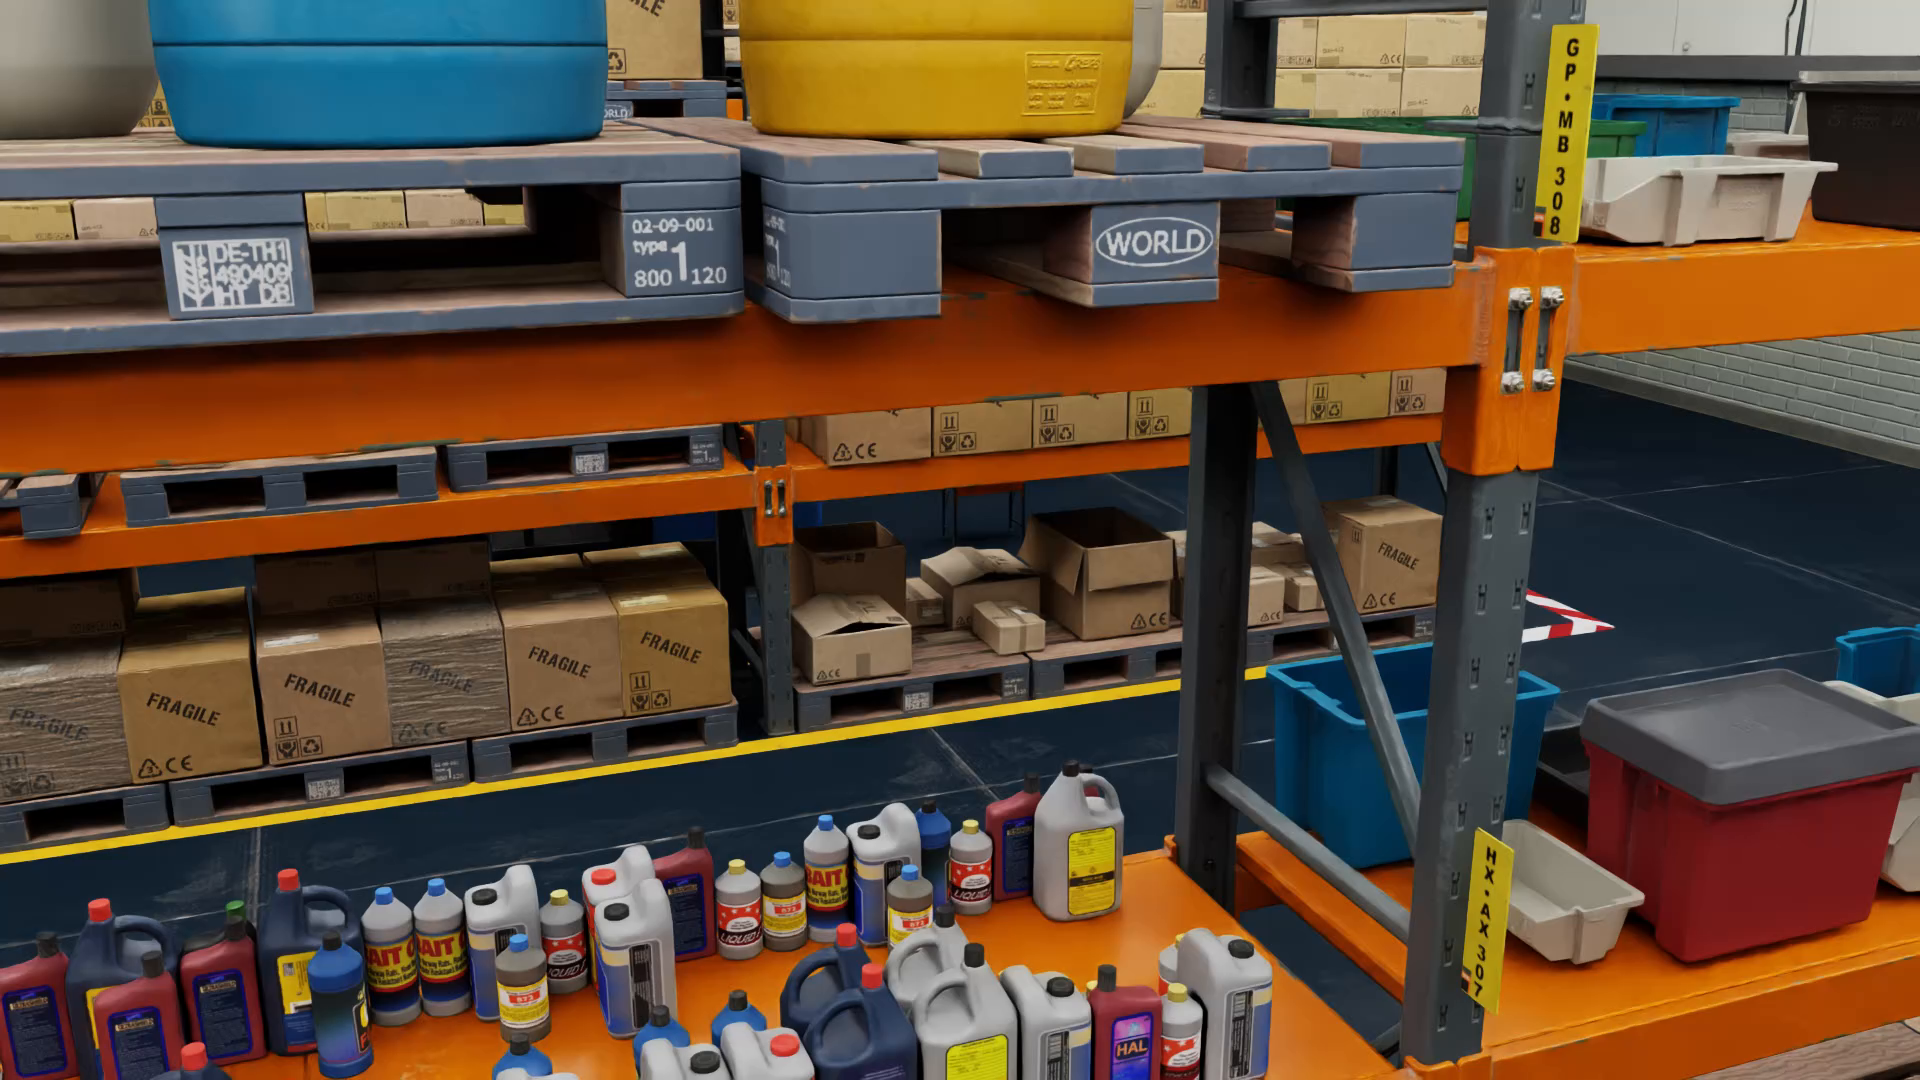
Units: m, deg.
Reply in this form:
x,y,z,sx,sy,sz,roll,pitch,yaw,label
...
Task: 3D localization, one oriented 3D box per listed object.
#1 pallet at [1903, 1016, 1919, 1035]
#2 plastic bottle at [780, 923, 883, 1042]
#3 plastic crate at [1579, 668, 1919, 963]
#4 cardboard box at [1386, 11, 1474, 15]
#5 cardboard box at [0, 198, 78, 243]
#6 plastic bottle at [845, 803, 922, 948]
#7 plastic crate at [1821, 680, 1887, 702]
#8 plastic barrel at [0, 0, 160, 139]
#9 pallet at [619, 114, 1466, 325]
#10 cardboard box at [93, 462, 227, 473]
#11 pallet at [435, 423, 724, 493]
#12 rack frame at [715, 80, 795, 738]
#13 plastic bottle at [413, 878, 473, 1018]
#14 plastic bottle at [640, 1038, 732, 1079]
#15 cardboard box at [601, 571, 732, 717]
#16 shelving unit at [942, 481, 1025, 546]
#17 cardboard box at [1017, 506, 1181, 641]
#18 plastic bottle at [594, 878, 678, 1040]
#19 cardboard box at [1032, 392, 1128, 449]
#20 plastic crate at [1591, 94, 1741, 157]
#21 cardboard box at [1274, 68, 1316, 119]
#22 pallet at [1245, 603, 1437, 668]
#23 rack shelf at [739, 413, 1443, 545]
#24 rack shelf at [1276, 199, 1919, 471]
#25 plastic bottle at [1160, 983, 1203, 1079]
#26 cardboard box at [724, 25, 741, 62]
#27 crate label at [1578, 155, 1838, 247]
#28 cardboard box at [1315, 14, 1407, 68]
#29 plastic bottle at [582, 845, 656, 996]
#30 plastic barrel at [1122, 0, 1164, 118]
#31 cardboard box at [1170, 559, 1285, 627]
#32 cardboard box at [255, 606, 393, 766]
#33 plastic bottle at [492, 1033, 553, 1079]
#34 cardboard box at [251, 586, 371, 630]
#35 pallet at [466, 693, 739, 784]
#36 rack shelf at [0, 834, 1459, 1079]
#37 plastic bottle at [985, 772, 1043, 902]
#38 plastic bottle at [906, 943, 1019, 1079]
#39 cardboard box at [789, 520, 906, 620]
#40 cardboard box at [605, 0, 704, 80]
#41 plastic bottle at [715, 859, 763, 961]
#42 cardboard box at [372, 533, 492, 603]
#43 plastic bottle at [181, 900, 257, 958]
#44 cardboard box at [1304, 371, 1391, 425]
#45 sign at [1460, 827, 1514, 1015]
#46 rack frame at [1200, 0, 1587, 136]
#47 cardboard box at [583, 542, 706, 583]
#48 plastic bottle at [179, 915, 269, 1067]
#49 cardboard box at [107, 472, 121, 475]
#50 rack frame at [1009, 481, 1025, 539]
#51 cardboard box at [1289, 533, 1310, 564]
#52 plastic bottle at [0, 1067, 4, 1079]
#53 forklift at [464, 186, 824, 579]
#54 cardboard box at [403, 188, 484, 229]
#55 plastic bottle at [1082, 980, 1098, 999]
x,y,z,sx,sy,sz,roll,pitch,yaw,label
3.695,1.676,5.016,1.213,0.211,1.003,-6,17,-20,pallet
-0.221,0.852,2.962,0.185,0.351,0.144,-6,17,-20,plastic bottle
1.668,0.585,3.563,0.583,0.464,0.402,-6,17,-20,plastic crate
2.236,-2.949,8.542,0.500,0.500,0.700,-6,17,-20,cardboard box
-5.993,-2.076,10.772,0.500,0.250,0.500,-6,17,-19,cardboard box
-0.166,0.711,3.573,0.135,0.276,0.152,-6,17,-20,plastic bottle
2.263,0.511,4.394,0.466,0.136,0.293,-6,17,-20,plastic crate
-1.389,-0.853,2.368,0.433,0.535,0.433,0,16,0,plastic barrel
0.047,-0.575,2.746,1.003,0.211,1.213,-6,17,-20,pallet
-3.290,-0.617,6.951,0.500,0.500,0.700,-3,17,-10,cardboard box
-1.810,-0.491,7.788,1.213,0.211,1.003,-6,17,-20,pallet
-1.025,-0.635,7.938,0.127,3.000,1.000,-6,17,-20,rack frame
-1.024,0.798,3.286,0.097,0.271,0.097,0,16,0,plastic bottle
-0.446,0.954,2.746,0.135,0.276,0.152,-6,17,-20,plastic bottle
-1.383,0.478,7.802,0.500,0.500,0.500,-6,17,-20,cardboard box
0.155,-0.592,10.986,0.503,1.200,0.258,-6,17,-20,shelving unit
0.728,0.161,8.877,0.637,0.503,0.797,-6,17,-20,cardboard box
-0.635,0.808,3.244,0.135,0.276,0.152,-6,17,-20,plastic bottle
0.494,-0.765,8.203,0.500,0.500,0.500,-6,17,-20,cardboard box
1.480,-0.866,3.698,0.300,0.233,0.416,-6,17,-20,plastic crate
1.392,-2.183,8.152,0.500,0.250,0.500,-6,17,-20,cardboard box
1.895,0.388,9.403,1.213,0.211,1.003,-6,17,-20,pallet
0.843,-0.492,8.726,4.000,0.370,1.077,-6,17,-20,rack shelf
2.612,-0.627,3.864,4.000,0.370,1.077,-6,17,-20,rack shelf
0.393,0.907,3.037,0.097,0.201,0.097,0,16,0,plastic bottle
-1.580,-3.603,12.063,0.500,0.250,0.500,-7,18,-21,cardboard box
1.304,-0.618,3.022,0.466,0.136,0.293,-6,17,-20,crate label
1.855,-2.476,8.262,0.500,0.250,0.500,-6,17,-20,cardboard box
-0.689,0.768,3.380,0.135,0.276,0.152,-6,17,-20,plastic bottle
0.163,-1.050,3.041,0.433,0.535,0.433,0,16,0,plastic barrel
1.393,0.277,8.930,0.500,0.250,0.500,-6,17,-20,cardboard box
-2.790,0.628,7.291,0.500,0.500,0.500,-7,18,-22,cardboard box
-0.724,0.949,2.773,0.097,0.271,0.097,0,16,0,plastic bottle
-2.999,0.494,7.749,0.500,0.500,0.500,-7,18,-22,cardboard box
-1.771,0.795,8.017,1.213,0.211,1.003,-6,17,-20,pallet
-1.123,1.215,2.913,4.000,0.370,1.077,-6,17,-20,rack shelf
0.125,0.663,3.725,0.133,0.283,0.061,-6,17,-20,plastic bottle
0.003,0.871,2.897,0.185,0.351,0.144,-6,17,-20,plastic bottle
-0.594,0.221,8.678,0.500,0.500,0.500,-6,17,-20,cardboard box
-1.522,-2.340,7.321,0.600,0.600,0.600,-8,18,-25,cardboard box
-0.466,0.771,3.501,0.097,0.201,0.097,0,16,0,plastic bottle
-2.497,0.079,7.831,0.500,0.250,0.500,-6,17,-20,cardboard box
-1.401,0.827,3.164,0.133,0.283,0.061,-6,17,-20,plastic bottle
1.906,-0.916,8.718,0.500,0.500,0.500,-6,17,-20,cardboard box
0.939,0.681,2.966,0.005,0.325,0.100,-6,17,-20,sign
0.744,-2.210,2.653,0.127,3.000,1.000,-6,17,-20,rack frame
-1.564,0.338,8.280,0.500,0.500,0.500,-7,18,-23,cardboard box
-1.380,0.843,3.110,0.133,0.283,0.061,-6,17,-20,plastic bottle
-5.802,-0.745,11.380,0.750,0.750,0.750,-6,18,-21,cardboard box
0.382,-0.617,11.070,0.015,1.200,0.240,-6,17,-20,rack frame
1.963,0.087,9.727,0.250,0.166,0.380,-6,17,-20,cardboard box
-1.800,0.915,3.011,0.097,0.201,0.097,0,16,0,plastic bottle
-2.416,-1.187,9.939,3.031,2.935,1.130,-5,17,-17,forklift
-3.626,-2.335,11.654,0.500,0.250,0.500,-6,17,-19,cardboard box
0.247,0.905,3.046,0.097,0.201,0.097,0,16,0,plastic bottle
